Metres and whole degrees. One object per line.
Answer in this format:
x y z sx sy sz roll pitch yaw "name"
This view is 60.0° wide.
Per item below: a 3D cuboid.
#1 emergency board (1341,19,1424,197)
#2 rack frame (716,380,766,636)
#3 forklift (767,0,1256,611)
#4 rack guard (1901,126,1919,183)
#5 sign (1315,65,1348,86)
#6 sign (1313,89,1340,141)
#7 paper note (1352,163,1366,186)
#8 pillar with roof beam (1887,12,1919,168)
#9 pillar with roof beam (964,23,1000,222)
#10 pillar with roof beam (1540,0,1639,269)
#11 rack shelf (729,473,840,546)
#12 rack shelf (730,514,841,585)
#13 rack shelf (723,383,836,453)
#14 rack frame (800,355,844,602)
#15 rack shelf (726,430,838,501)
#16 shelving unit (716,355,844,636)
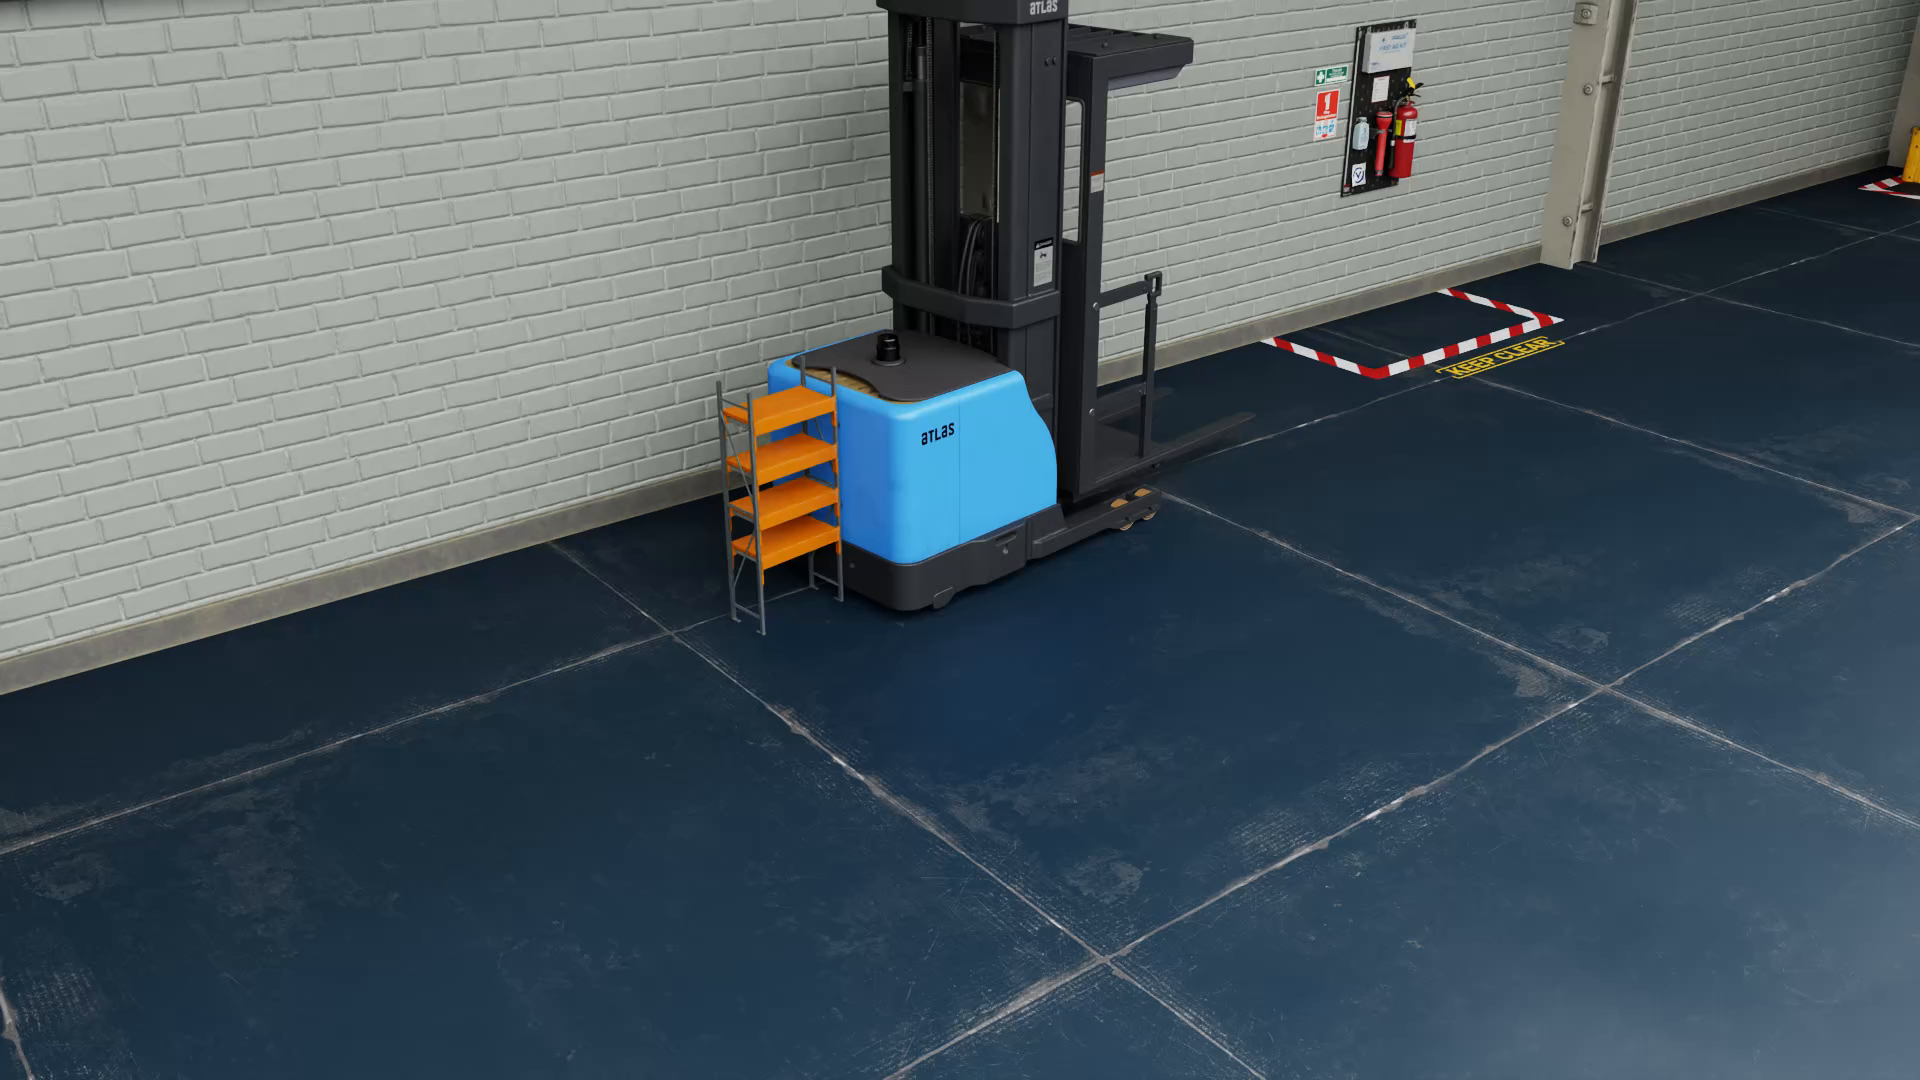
3.025 -3.024 11.703 0.643 1.169 0.194 -18 31 -34 "emergency board"
-1.001 -0.134 7.613 0.240 1.200 0.015 23 33 40 "rack frame"
0.445 -1.517 8.537 1.130 2.935 3.031 23 33 40 "forklift"
9.757 -3.630 15.977 0.348 0.500 1.175 -18 31 -34 "rack guard"
2.535 -3.170 11.345 0.331 0.109 0.001 -18 31 -34 "sign"
2.526 -2.931 11.460 0.234 0.329 0.001 -18 31 -34 "sign"
2.843 -2.602 11.839 0.142 0.148 0.016 -18 31 -34 "paper note"
12.371 -6.507 12.082 0.400 9.000 9.100 -18 31 -34 "pillar with roof beam"
2.928 -3.390 5.365 0.400 9.000 9.100 -18 31 -34 "pillar with roof beam"
7.649 -4.949 8.724 0.400 9.000 9.100 -18 31 -34 "pillar with roof beam"
-0.829 -0.145 7.798 0.258 0.148 0.480 23 33 40 "rack shelf"
-0.829 0.035 7.881 0.258 0.148 0.480 23 33 40 "rack shelf"
-0.829 -0.563 7.604 0.258 0.148 0.480 23 33 40 "rack shelf"
-0.657 -0.279 7.926 0.240 1.200 0.015 23 33 40 "rack frame"
-0.829 -0.348 7.704 0.258 0.148 0.480 23 33 40 "rack shelf"
-0.829 -0.206 7.770 0.258 1.200 0.503 23 33 40 "shelving unit"
